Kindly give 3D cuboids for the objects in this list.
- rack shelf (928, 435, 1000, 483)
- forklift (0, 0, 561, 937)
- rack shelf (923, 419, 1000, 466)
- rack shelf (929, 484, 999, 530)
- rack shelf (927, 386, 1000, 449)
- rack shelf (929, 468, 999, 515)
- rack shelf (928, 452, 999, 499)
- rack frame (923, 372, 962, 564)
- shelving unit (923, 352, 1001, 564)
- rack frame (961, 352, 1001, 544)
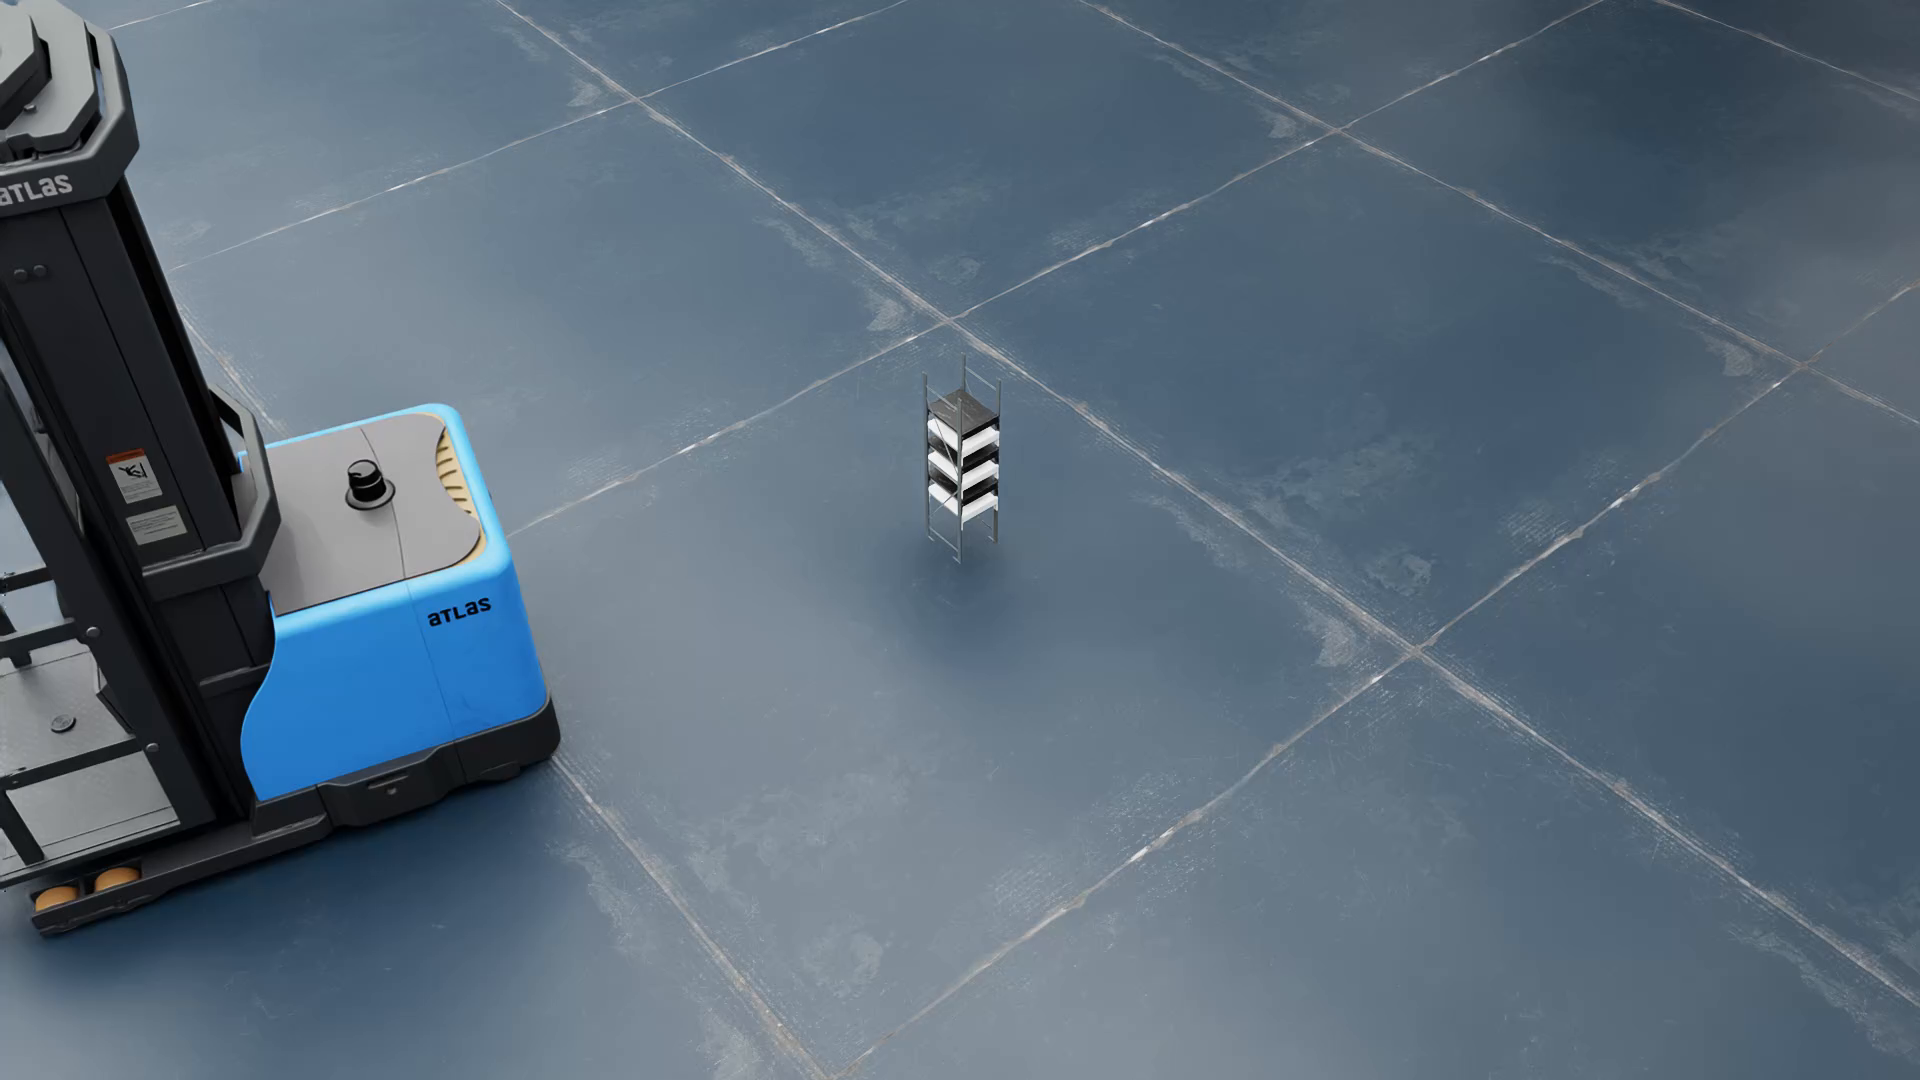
[{"bbox_3d":[0.006,-0.373,6.961,0.200,0.077,0.258,-30,51,-28],"label":"rack shelf"},{"bbox_3d":[-3.094,-0.108,5.278,3.031,2.935,1.130,-17,46,-18],"label":"forklift"},{"bbox_3d":[0.006,-0.438,6.899,0.200,0.077,0.258,-30,51,-28],"label":"rack shelf"},{"bbox_3d":[0.006,-0.176,7.145,0.200,0.077,0.258,-30,51,-28],"label":"rack shelf"},{"bbox_3d":[0.006,-0.504,6.837,0.200,0.077,0.258,-30,51,-28],"label":"rack shelf"},{"bbox_3d":[0.006,-0.242,7.084,0.200,0.077,0.258,-30,51,-28],"label":"rack shelf"},{"bbox_3d":[0.006,-0.307,7.022,0.200,0.077,0.258,-30,51,-28],"label":"rack shelf"},{"bbox_3d":[-0.072,-0.287,6.952,0.006,0.900,0.240,-30,51,-28],"label":"rack frame"},{"bbox_3d":[0.006,-0.332,6.999,0.210,0.900,0.258,-30,51,-28],"label":"shelving unit"},{"bbox_3d":[0.084,-0.376,7.047,0.006,0.900,0.240,-30,51,-28],"label":"rack frame"}]
